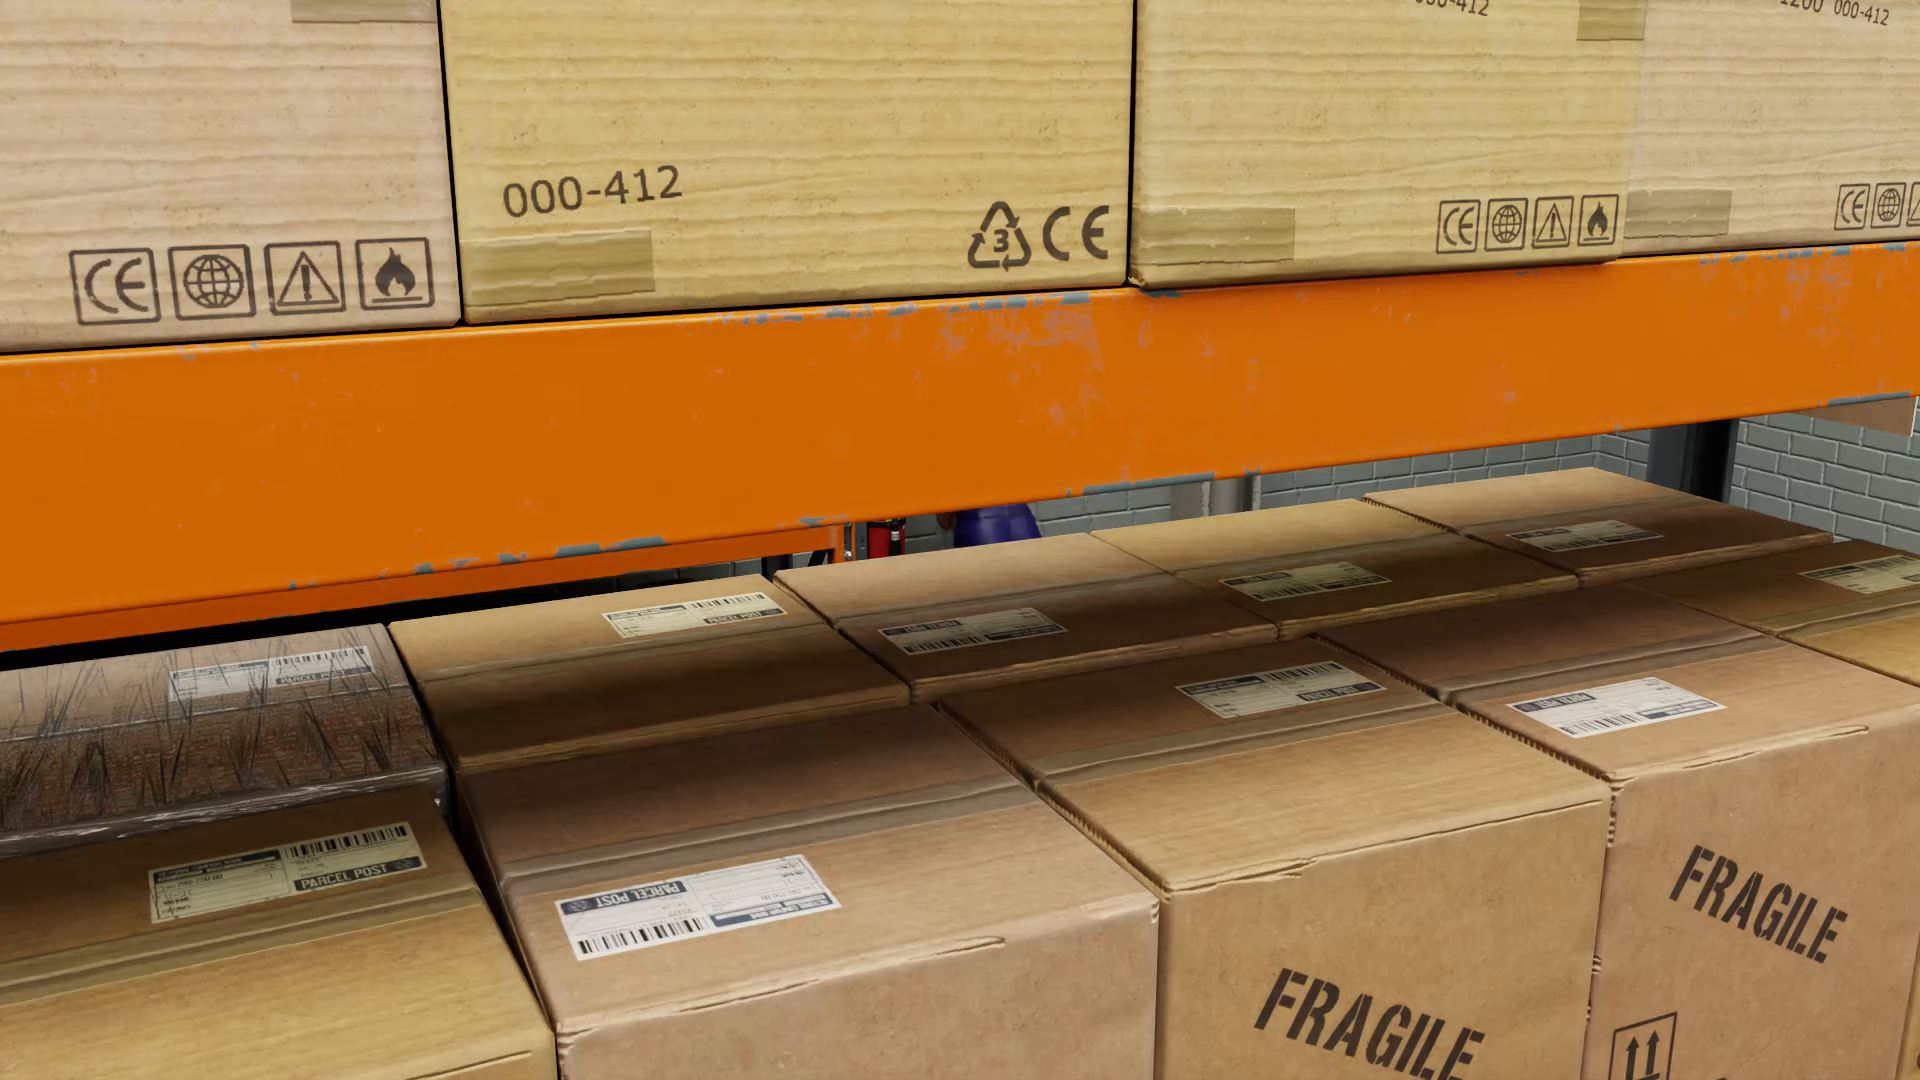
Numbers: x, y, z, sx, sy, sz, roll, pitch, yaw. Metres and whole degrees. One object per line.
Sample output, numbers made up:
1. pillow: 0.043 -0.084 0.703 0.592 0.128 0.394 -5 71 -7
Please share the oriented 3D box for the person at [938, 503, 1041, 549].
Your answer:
1. person: 0.127 -0.002 8.076 0.451 1.643 0.516 -8 17 -26
